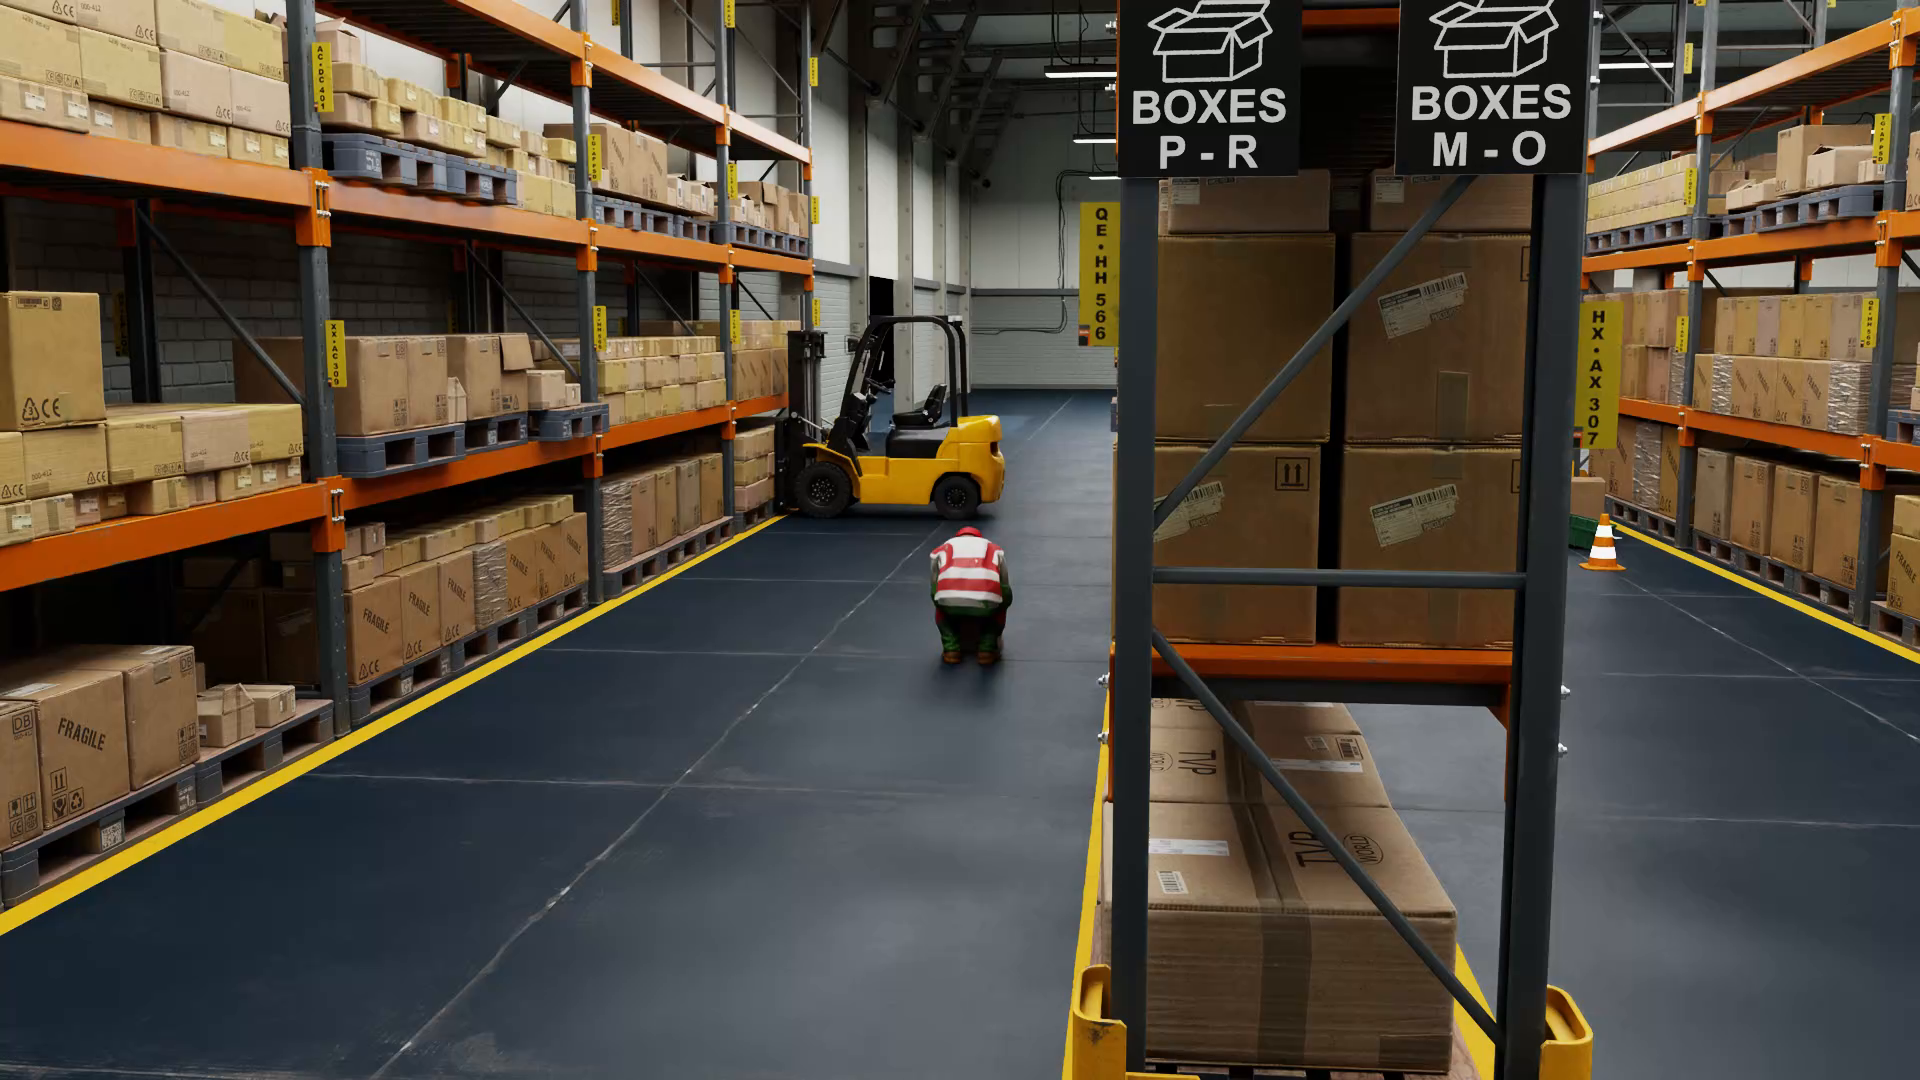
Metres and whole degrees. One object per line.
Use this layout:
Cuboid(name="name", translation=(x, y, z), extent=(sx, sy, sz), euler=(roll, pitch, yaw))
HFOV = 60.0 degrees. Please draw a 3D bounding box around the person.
Cuboid(name="person", translation=(0.059, -0.081, 10.314), extent=(0.479, 1.655, 0.714), euler=(1, 8, 6))
